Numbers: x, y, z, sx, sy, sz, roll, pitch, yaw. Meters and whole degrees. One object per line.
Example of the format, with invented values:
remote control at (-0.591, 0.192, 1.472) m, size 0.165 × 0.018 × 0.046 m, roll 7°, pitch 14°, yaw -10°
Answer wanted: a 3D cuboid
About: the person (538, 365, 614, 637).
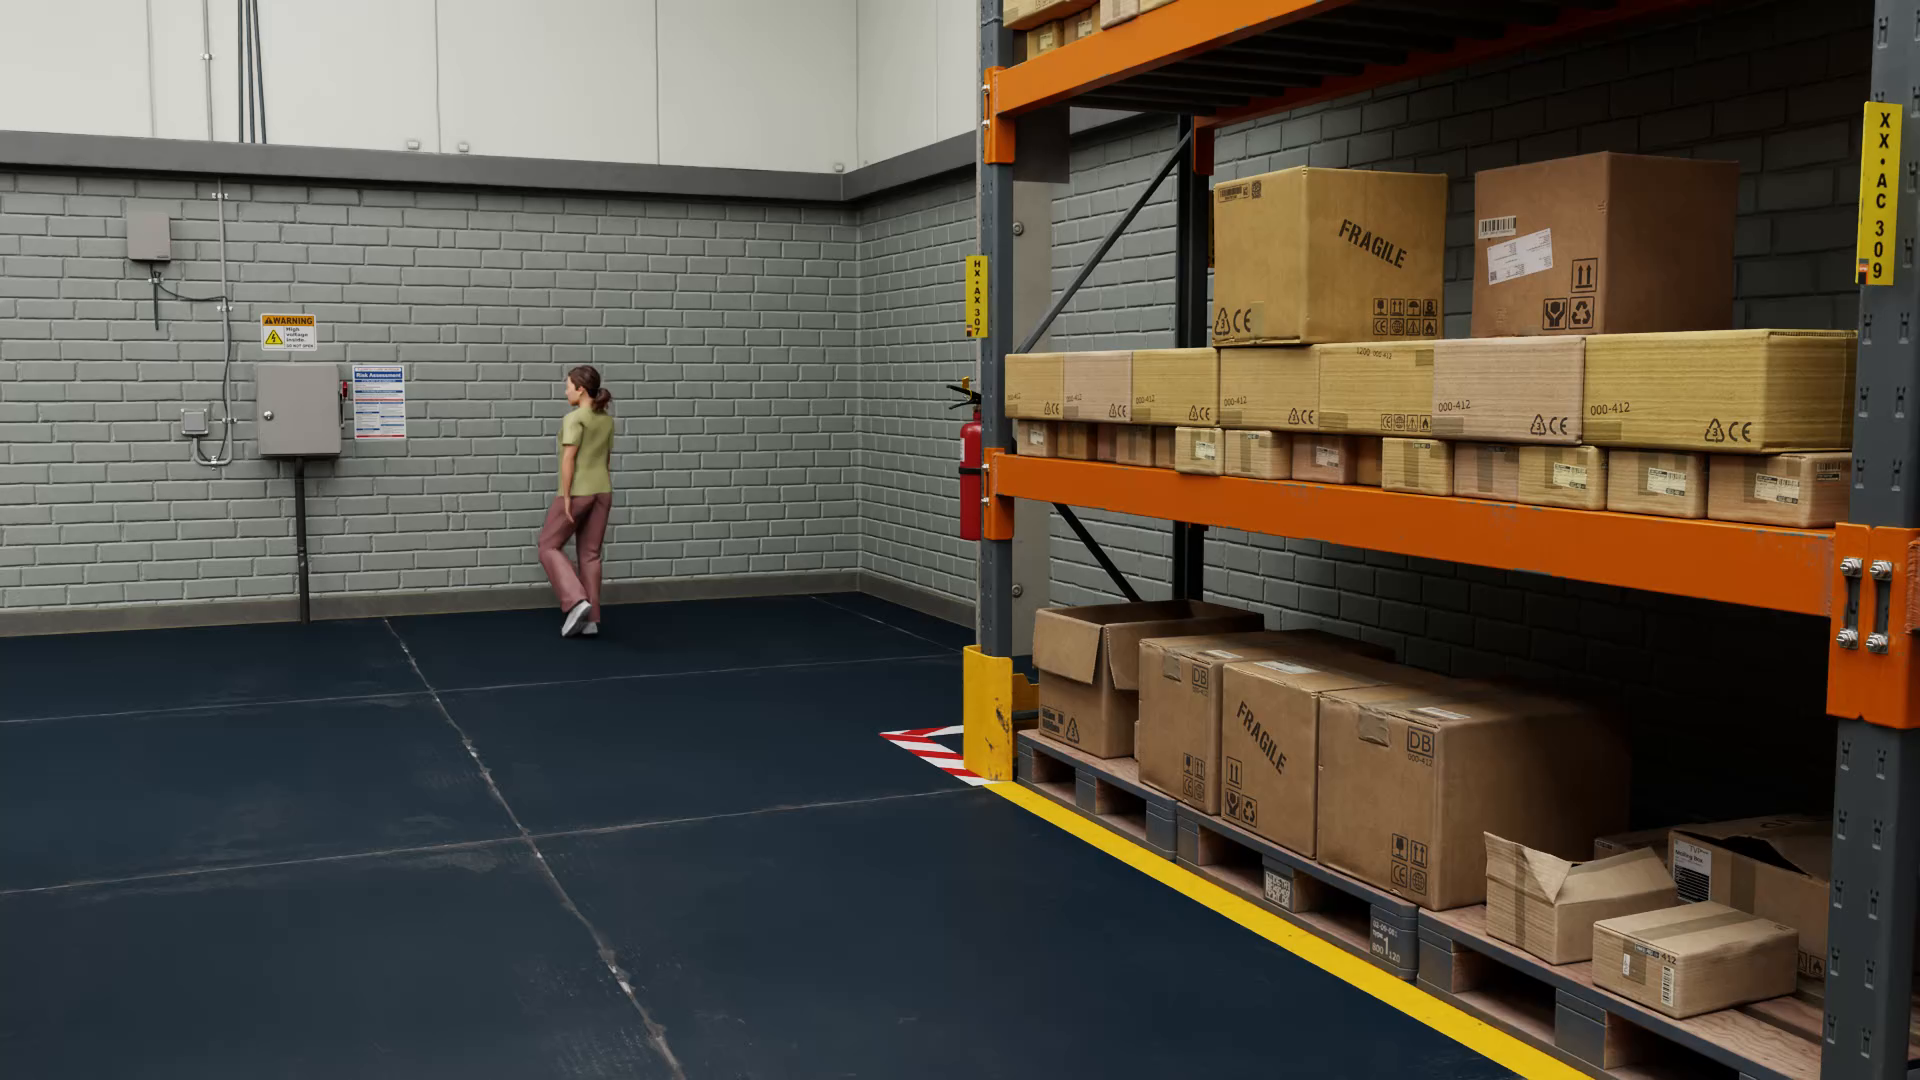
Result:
person at (-2.363, -0.243, 10.358) m, size 0.437 × 1.682 × 0.464 m, roll 5°, pitch 7°, yaw 39°
